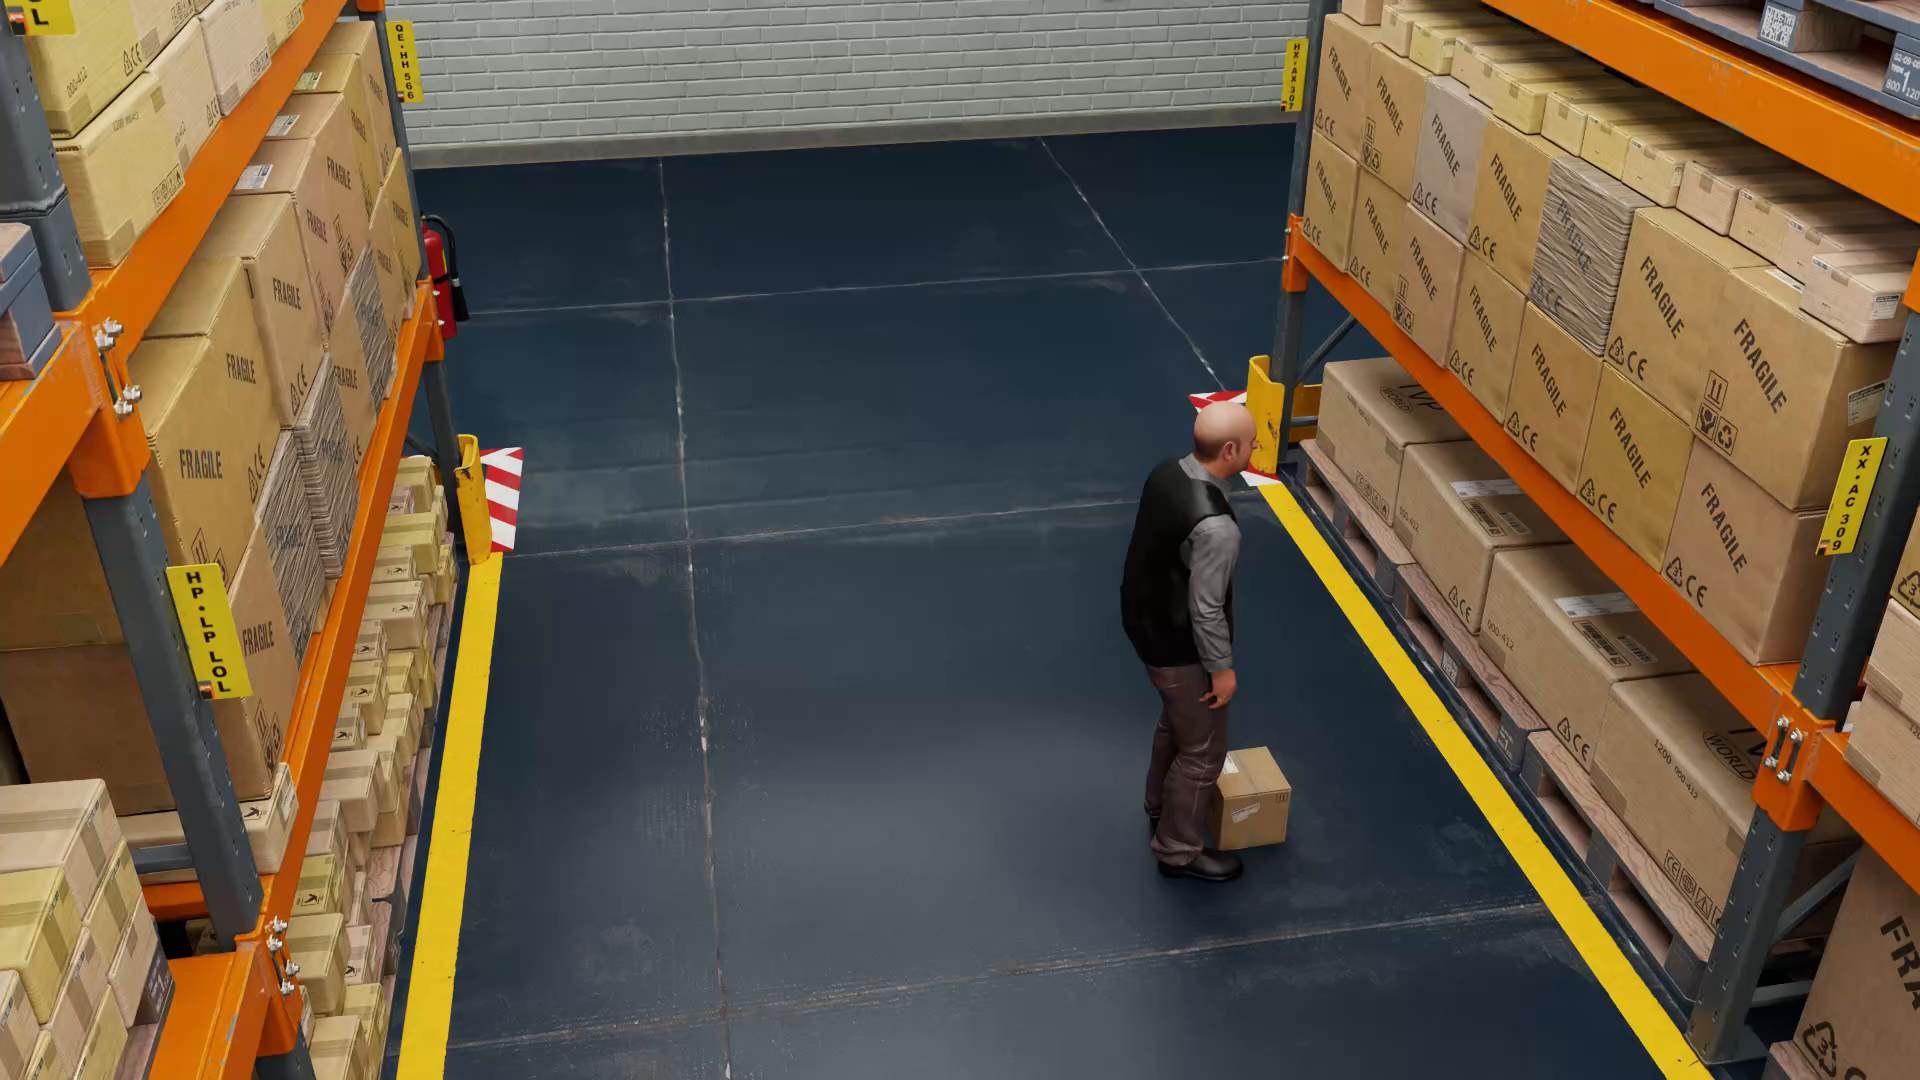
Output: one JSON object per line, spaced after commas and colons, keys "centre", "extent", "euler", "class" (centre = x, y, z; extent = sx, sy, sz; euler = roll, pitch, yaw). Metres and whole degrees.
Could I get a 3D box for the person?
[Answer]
{"centre": [0.774, 0.329, 5.595], "extent": [0.461, 1.721, 0.581], "euler": [-5, 31, -9], "class": "person"}
